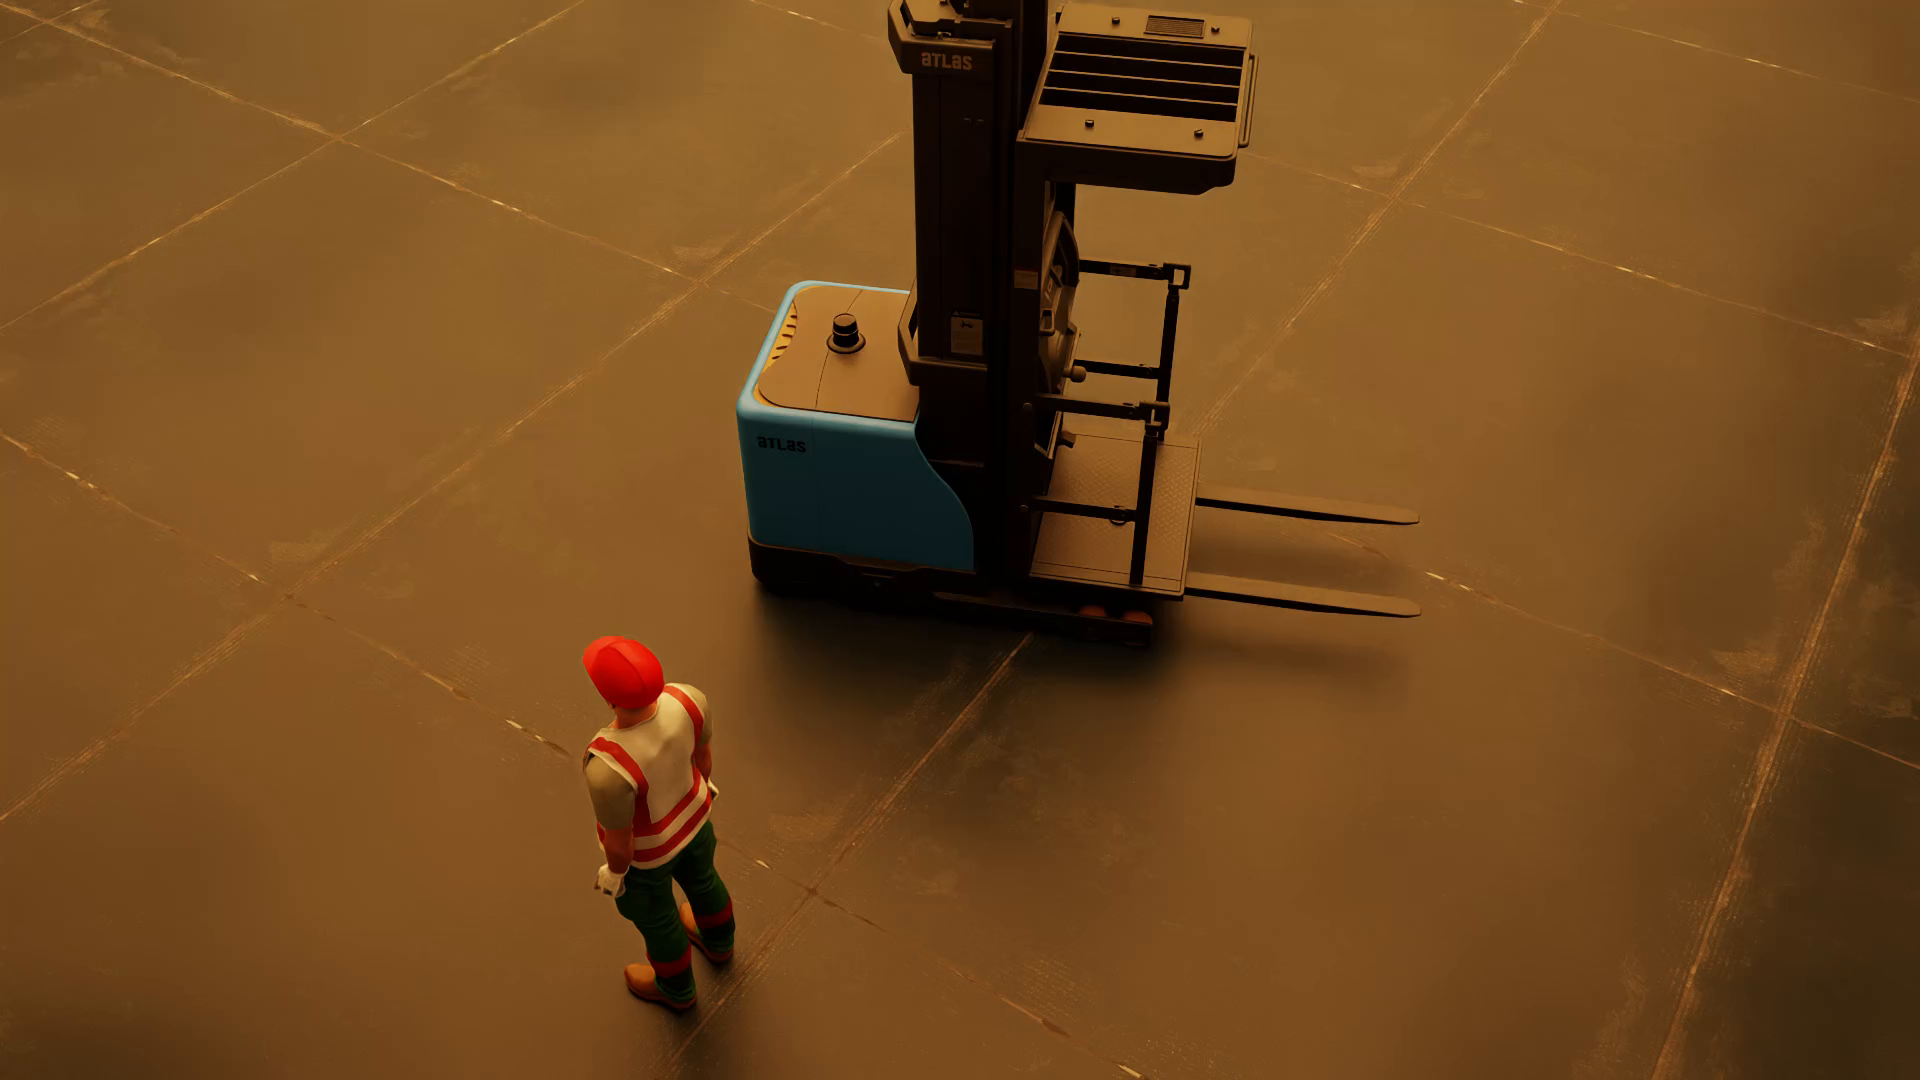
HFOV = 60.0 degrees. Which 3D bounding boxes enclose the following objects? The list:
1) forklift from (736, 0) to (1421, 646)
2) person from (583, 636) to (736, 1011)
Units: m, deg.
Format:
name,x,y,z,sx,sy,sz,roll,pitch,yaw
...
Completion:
name,x,y,z,sx,sy,sz,roll,pitch,yaw
forklift,0.598,-0.987,6.890,3.031,2.935,1.130,7,44,8
person,-1.043,0.970,5.654,0.346,1.795,0.542,24,49,24
